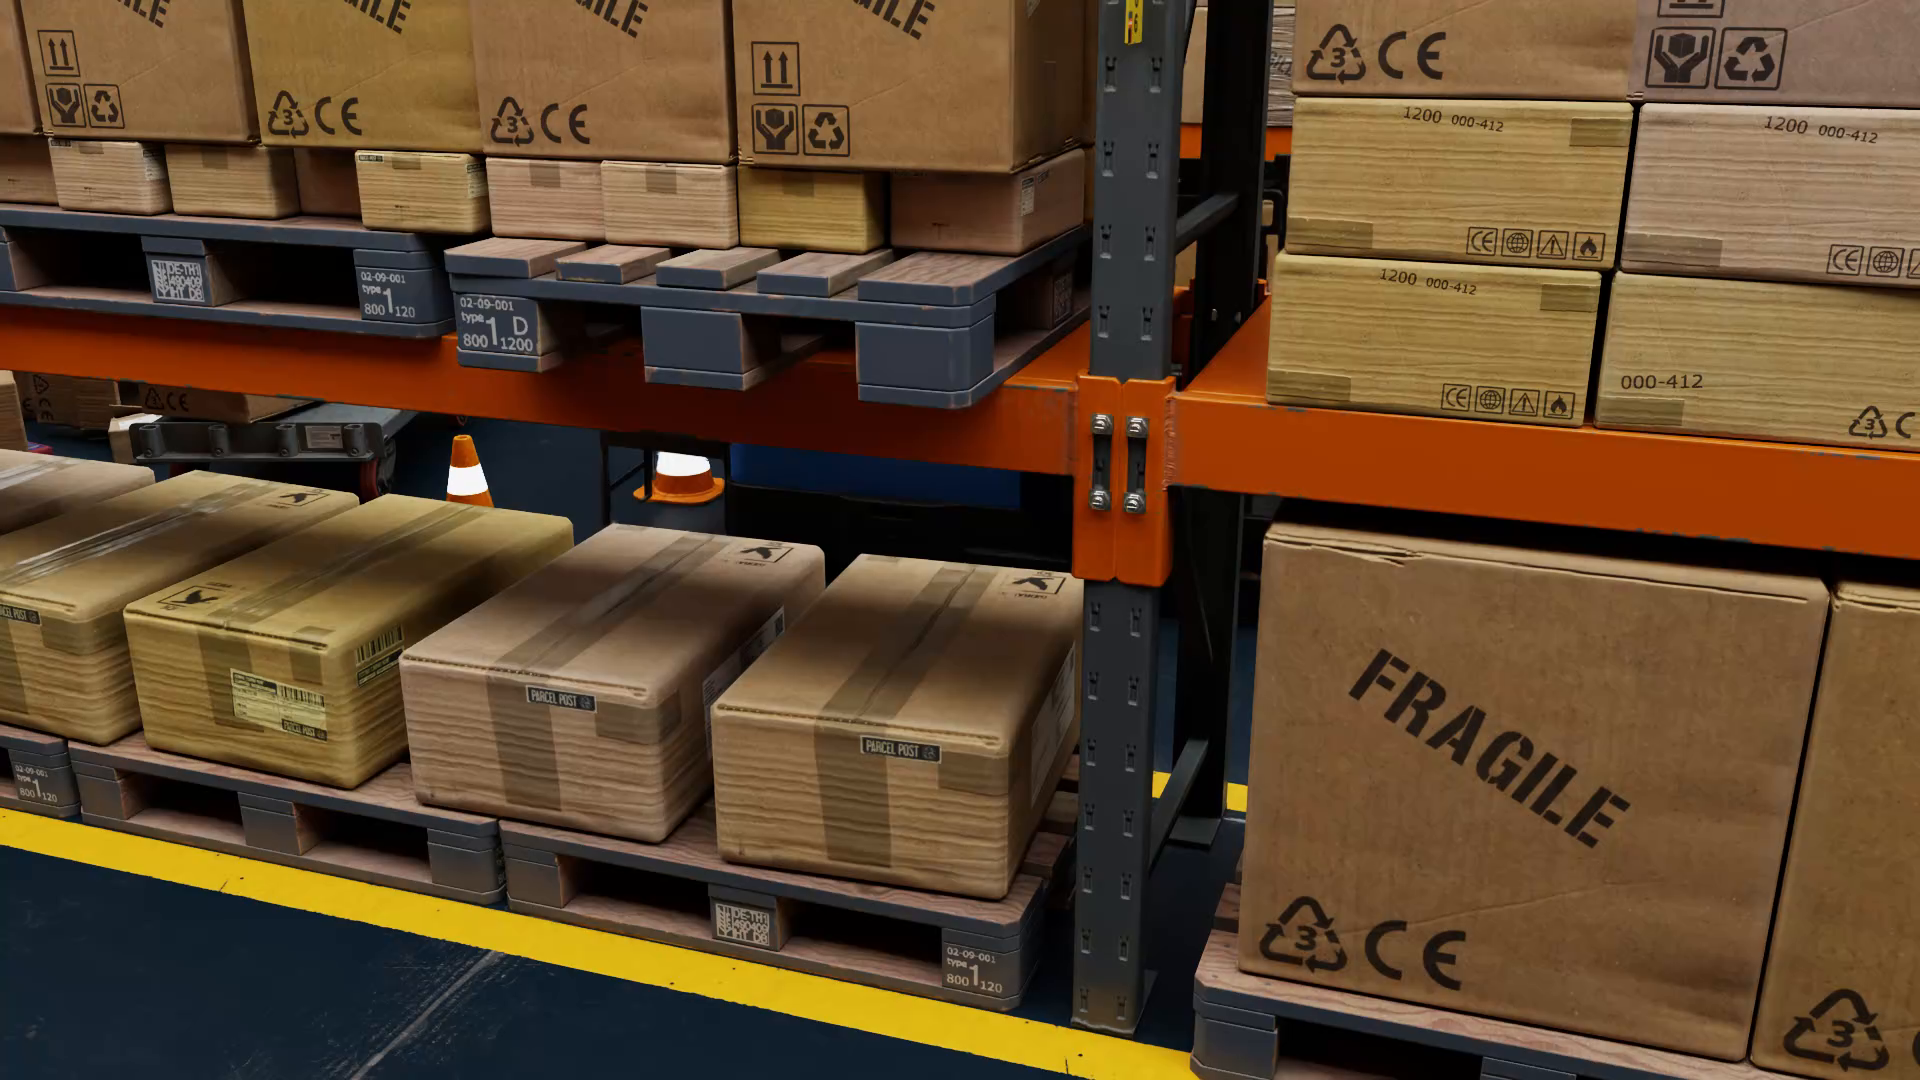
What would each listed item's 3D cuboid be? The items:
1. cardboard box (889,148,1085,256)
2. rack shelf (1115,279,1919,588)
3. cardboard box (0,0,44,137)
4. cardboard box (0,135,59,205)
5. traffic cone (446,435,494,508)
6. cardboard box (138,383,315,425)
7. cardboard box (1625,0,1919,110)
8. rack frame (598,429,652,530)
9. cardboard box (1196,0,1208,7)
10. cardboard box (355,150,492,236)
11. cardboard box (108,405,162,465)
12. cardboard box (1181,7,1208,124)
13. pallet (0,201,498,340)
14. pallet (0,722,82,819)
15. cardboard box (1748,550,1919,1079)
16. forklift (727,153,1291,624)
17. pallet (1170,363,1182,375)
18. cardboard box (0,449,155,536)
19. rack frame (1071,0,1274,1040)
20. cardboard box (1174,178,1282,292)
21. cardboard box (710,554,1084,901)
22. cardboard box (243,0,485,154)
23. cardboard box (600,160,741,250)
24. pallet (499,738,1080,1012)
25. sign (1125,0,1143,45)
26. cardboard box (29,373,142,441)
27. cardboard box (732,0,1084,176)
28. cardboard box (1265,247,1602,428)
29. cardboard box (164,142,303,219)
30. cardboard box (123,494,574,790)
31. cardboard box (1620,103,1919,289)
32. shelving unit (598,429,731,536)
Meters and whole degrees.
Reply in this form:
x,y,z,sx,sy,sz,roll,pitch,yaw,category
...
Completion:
x,y,z,sx,sy,sz,roll,pitch,yaw,category
0.057,-0.640,3.098,0.250,0.149,0.380,7,21,20,cardboard box
2.333,-0.042,2.732,4.000,0.370,1.077,7,20,18,rack shelf
-2.050,-1.164,3.617,0.500,0.500,0.500,6,20,18,cardboard box
-1.929,-0.847,3.692,0.250,0.149,0.380,7,20,18,cardboard box
-1.704,-0.133,5.755,0.334,0.463,0.336,7,20,18,traffic cone
-2.779,-0.764,6.357,0.500,0.500,0.500,7,20,18,cardboard box
1.301,-0.937,2.537,0.500,0.500,0.500,7,20,18,cardboard box
-1.212,-1.075,5.877,0.015,2.100,0.400,8,22,13,rack frame
1.073,-2.773,7.803,0.500,0.500,0.700,6,20,17,cardboard box
-0.973,-0.714,3.312,0.250,0.149,0.380,7,20,19,cardboard box
-3.400,-0.494,7.090,0.396,0.266,0.258,-7,20,-20,cardboard box
0.988,-2.214,7.720,0.500,0.500,0.500,7,20,18,cardboard box
-1.440,-0.708,3.842,1.213,0.211,1.003,7,20,18,pallet
-2.599,0.371,4.692,1.213,0.211,1.003,7,20,18,pallet
1.910,0.405,2.946,0.875,0.875,0.875,7,20,19,cardboard box
0.770,-1.312,5.387,3.031,2.935,1.130,5,20,15,forklift
1.252,-0.940,8.451,1.213,0.211,1.003,7,20,18,pallet
-2.839,0.069,4.676,0.625,0.372,0.950,7,20,19,cardboard box
0.443,-0.598,3.234,0.127,3.000,1.000,7,20,18,rack frame
1.427,-1.377,8.250,0.750,0.750,1.050,6,20,17,cardboard box
-0.087,0.381,3.781,0.625,0.372,0.950,5,20,14,cardboard box
-1.046,-1.053,3.298,0.500,0.500,0.500,5,20,14,cardboard box
-0.473,-0.659,3.154,0.250,0.149,0.380,6,20,18,cardboard box
-0.294,0.634,3.936,1.213,0.211,1.003,7,20,18,pallet
0.274,-0.937,2.569,0.005,0.325,0.100,7,20,18,sign
-3.737,-0.846,7.533,0.503,0.637,0.797,7,20,18,cardboard box
-0.077,-0.946,2.992,0.500,0.500,0.500,6,20,16,cardboard box
0.823,-0.396,2.882,0.500,0.250,0.500,6,20,17,cardboard box
-1.433,-0.782,3.507,0.250,0.149,0.380,6,20,16,cardboard box
-1.501,0.220,4.243,0.625,0.372,0.950,7,20,20,cardboard box
1.329,-0.575,2.638,0.500,0.250,0.500,7,20,19,cardboard box
-0.976,-1.044,5.823,0.503,2.100,0.431,8,22,13,shelving unit
